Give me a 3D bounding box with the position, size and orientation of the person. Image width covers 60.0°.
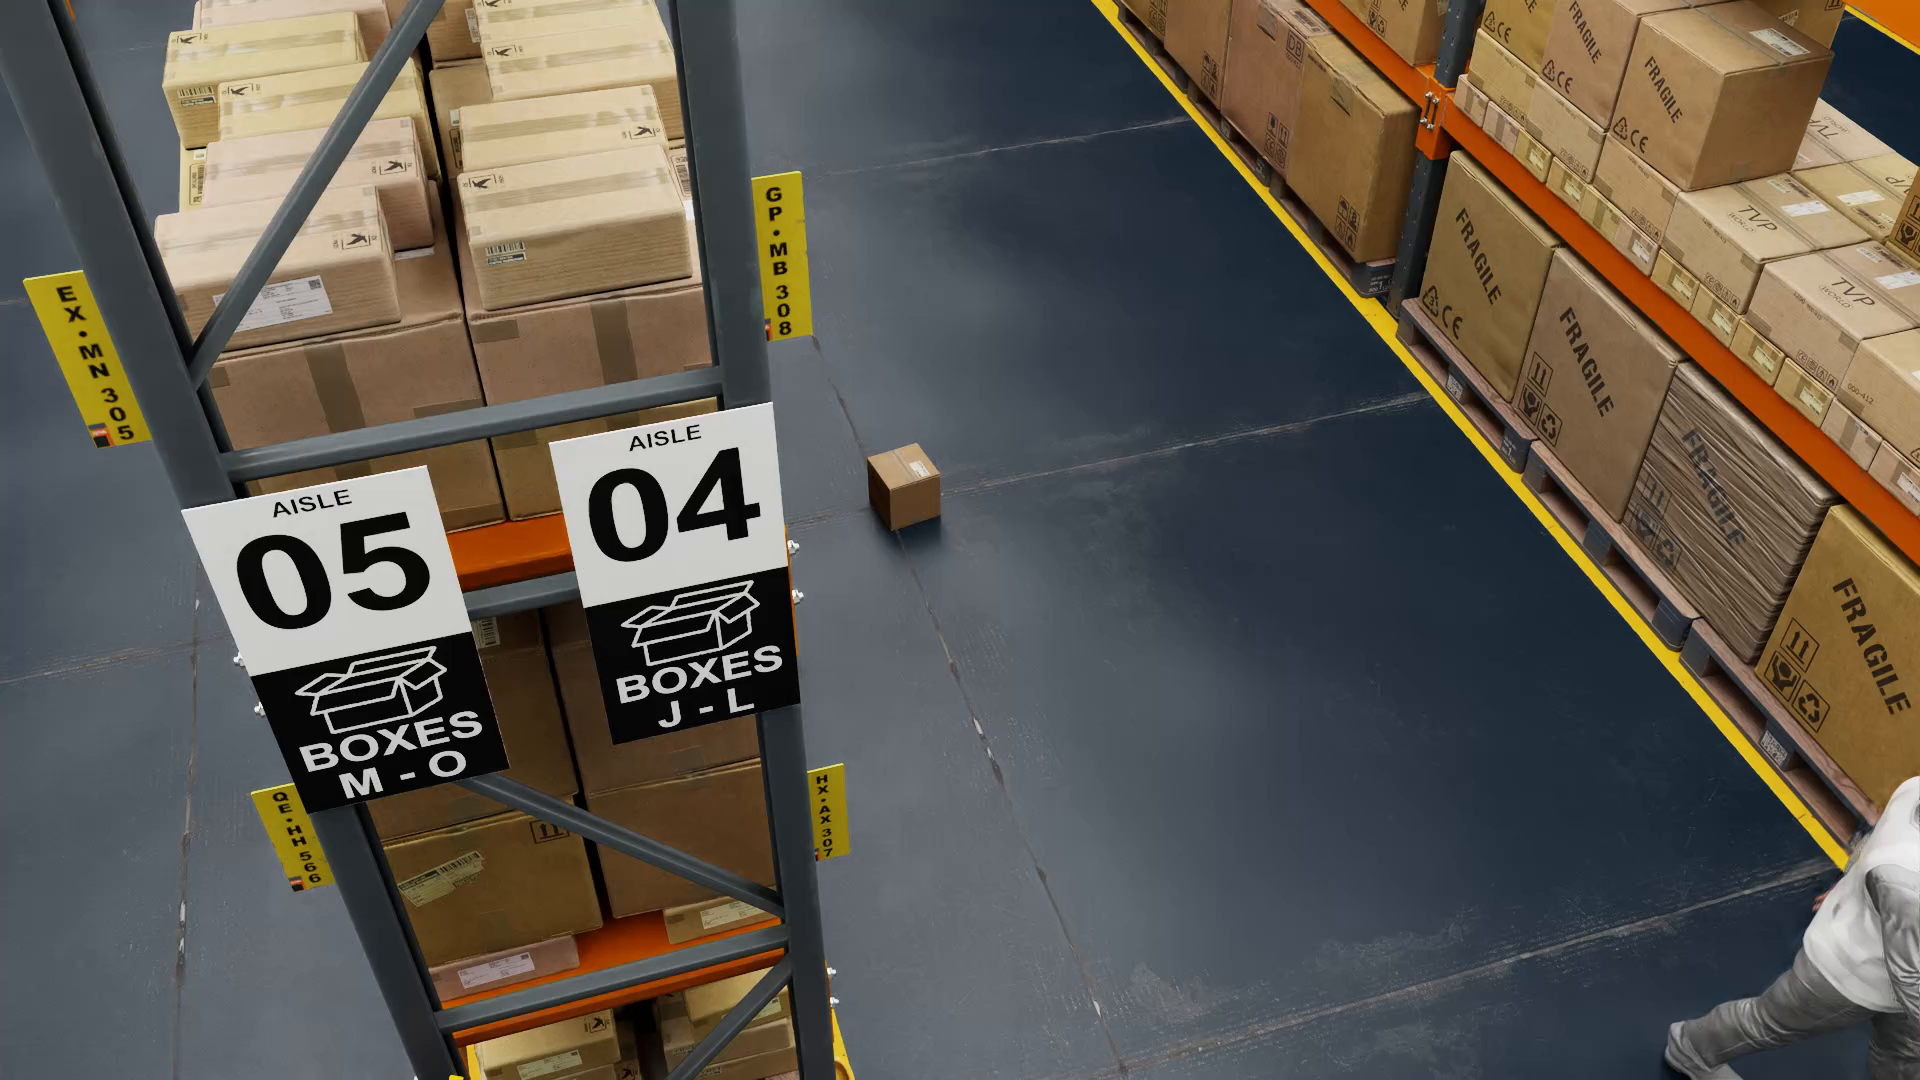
[{"bbox_3d":[2.716,1.227,4.756,0.945,1.737,0.539,31,51,30],"label":"person"}]
